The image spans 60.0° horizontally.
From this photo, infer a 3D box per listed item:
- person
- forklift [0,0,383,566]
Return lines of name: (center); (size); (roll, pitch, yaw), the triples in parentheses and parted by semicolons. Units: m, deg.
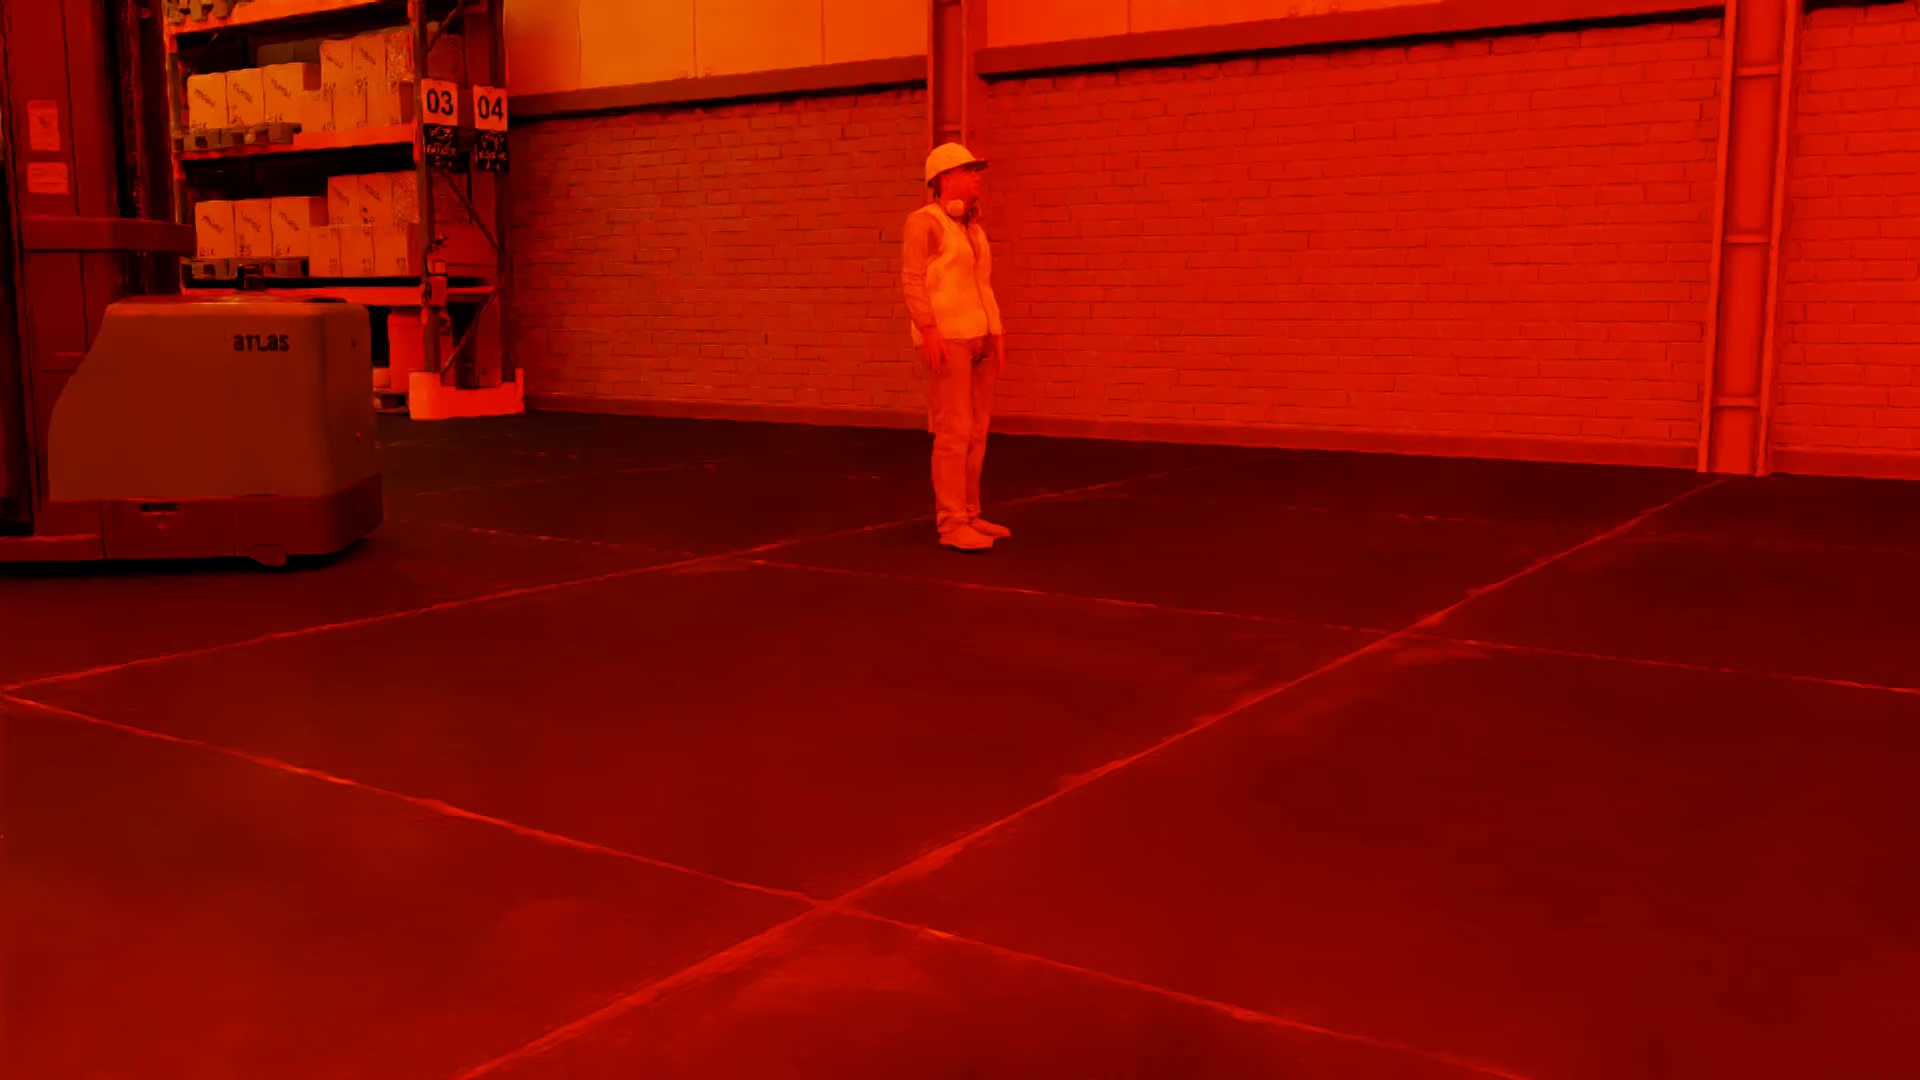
person: (0.047, -0.880, 7.437); (0.567, 1.773, 0.632); (5, 10, 34)
forklift: (-4.088, -1.367, 6.807); (3.031, 2.935, 1.130); (-1, 8, -7)
